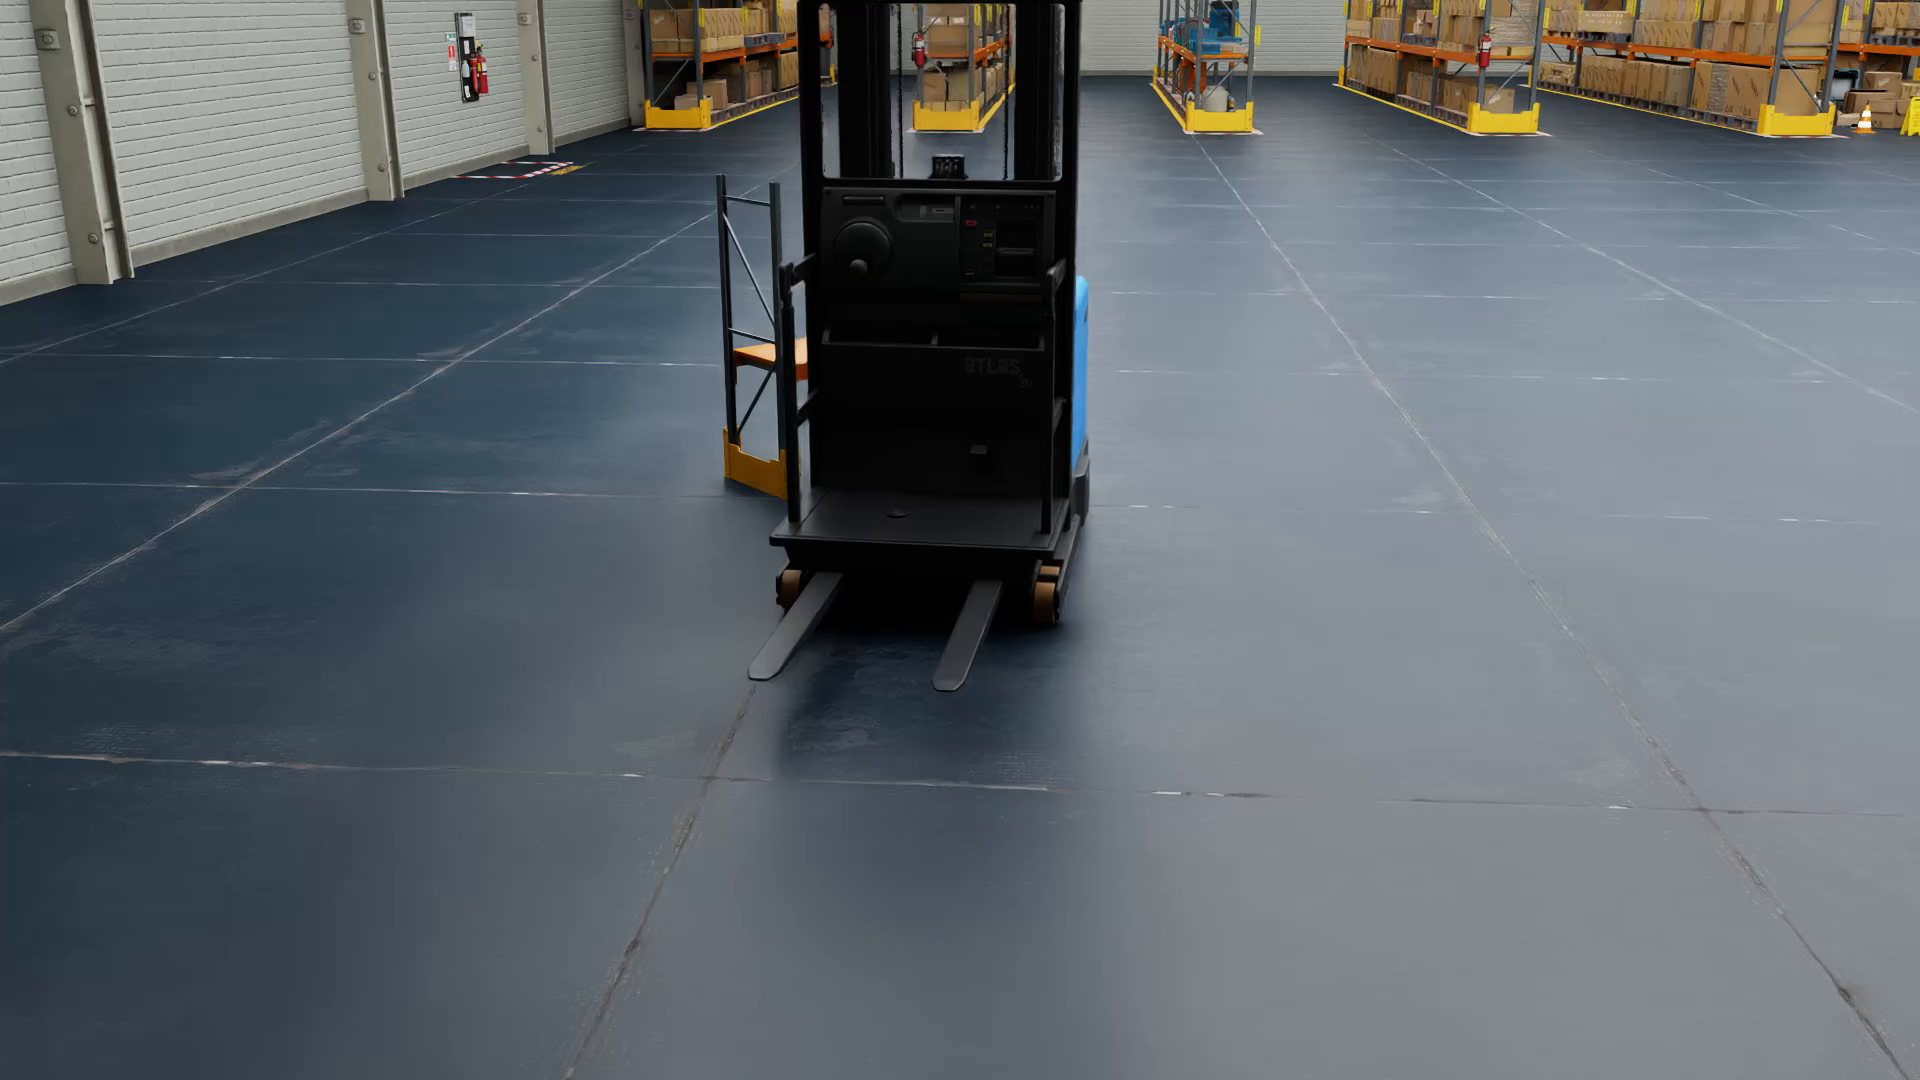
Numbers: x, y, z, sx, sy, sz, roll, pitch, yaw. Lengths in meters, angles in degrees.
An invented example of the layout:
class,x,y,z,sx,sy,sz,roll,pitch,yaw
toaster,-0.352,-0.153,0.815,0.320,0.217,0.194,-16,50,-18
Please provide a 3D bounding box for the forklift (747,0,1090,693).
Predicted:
class,x,y,z,sx,sy,sz,roll,pitch,yaw
forklift,-0.119,-1.185,6.334,1.130,2.935,3.031,3,18,8

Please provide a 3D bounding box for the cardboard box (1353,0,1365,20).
class,x,y,z,sx,sy,sz,roll,pitch,yaw
cardboard box,10.407,-13.600,42.670,0.500,0.500,0.500,1,18,2

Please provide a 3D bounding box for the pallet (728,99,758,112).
class,x,y,z,sx,sy,sz,roll,pitch,yaw
pallet,-4.850,-9.155,35.022,1.003,0.211,1.213,1,18,4

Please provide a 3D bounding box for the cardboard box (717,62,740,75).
class,x,y,z,sx,sy,sz,roll,pitch,yaw
cardboard box,-4.840,-9.981,35.171,0.500,0.250,0.500,1,18,3

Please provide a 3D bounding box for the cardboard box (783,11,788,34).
class,x,y,z,sx,sy,sz,roll,pitch,yaw
cardboard box,-4.280,-11.986,38.515,0.500,0.500,0.500,2,18,6

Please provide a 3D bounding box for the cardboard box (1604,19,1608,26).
class,x,y,z,sx,sy,sz,roll,pitch,yaw
cardboard box,14.798,-11.711,37.598,0.380,0.149,0.250,1,18,4

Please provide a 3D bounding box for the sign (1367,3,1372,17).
class,x,y,z,sx,sy,sz,roll,pitch,yaw
sign,9.938,-12.852,40.310,0.100,0.325,0.005,1,18,4

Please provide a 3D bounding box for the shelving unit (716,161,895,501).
class,x,y,z,sx,sy,sz,roll,pitch,yaw
shelving unit,-0.594,-1.074,8.291,1.083,1.500,0.587,-15,23,-38

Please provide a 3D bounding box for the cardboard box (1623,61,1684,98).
class,x,y,z,sx,sy,sz,roll,pitch,yaw
cardboard box,15.011,-9.950,35.909,1.050,0.750,0.750,1,18,3

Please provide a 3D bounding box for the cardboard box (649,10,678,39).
class,x,y,z,sx,sy,sz,roll,pitch,yaw
cardboard box,-5.369,-9.441,30.424,0.500,0.500,0.500,1,18,3

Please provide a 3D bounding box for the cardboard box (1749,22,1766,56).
class,x,y,z,sx,sy,sz,roll,pitch,yaw
cardboard box,14.570,-8.881,29.467,0.875,0.550,0.550,1,18,4

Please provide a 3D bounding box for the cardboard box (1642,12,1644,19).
class,x,y,z,sx,sy,sz,roll,pitch,yaw
cardboard box,15.409,-11.668,36.988,0.380,0.149,0.250,1,18,4

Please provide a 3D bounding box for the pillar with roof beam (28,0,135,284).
class,x,y,z,sx,sy,sz,roll,pitch,yaw
pillar with roof beam,-3.000,-6.397,12.493,9.100,9.000,0.400,1,18,4

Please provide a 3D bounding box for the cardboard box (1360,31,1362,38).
class,x,y,z,sx,sy,sz,roll,pitch,yaw
cardboard box,10.260,-12.693,41.746,0.380,0.149,0.250,2,18,5

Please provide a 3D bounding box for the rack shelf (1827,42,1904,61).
class,x,y,z,sx,sy,sz,roll,pitch,yaw
rack shelf,20.232,-11.207,37.962,1.077,0.370,4.000,1,18,4

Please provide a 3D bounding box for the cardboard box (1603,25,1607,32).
class,x,y,z,sx,sy,sz,roll,pitch,yaw
cardboard box,14.798,-11.568,37.638,0.380,0.149,0.250,0,18,1

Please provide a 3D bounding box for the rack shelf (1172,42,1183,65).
class,x,y,z,sx,sy,sz,roll,pitch,yaw
rack shelf,5.121,-10.296,35.183,1.077,0.370,4.000,1,18,4

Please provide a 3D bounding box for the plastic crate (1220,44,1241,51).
class,x,y,z,sx,sy,sz,roll,pitch,yaw
plastic crate,5.114,-9.381,31.660,0.530,0.136,0.437,1,18,4

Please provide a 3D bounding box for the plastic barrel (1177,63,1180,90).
class,x,y,z,sx,sy,sz,roll,pitch,yaw
plastic barrel,5.363,-10.816,38.812,0.600,0.588,0.708,1,18,4

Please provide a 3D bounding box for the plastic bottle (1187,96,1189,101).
class,x,y,z,sx,sy,sz,roll,pitch,yaw
plastic bottle,4.441,-8.390,31.879,0.152,0.276,0.135,1,18,2

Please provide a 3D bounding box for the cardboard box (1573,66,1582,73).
class,x,y,z,sx,sy,sz,roll,pitch,yaw
cardboard box,15.197,-11.493,40.628,0.380,0.149,0.250,2,18,5

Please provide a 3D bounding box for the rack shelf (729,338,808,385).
class,x,y,z,sx,sy,sz,roll,pitch,yaw
rack shelf,-0.601,-0.901,8.342,1.000,0.185,0.538,-15,23,-38

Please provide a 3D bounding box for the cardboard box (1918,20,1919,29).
class,x,y,z,sx,sy,sz,roll,pitch,yaw
cardboard box,19.684,-10.536,33.448,0.500,0.500,0.500,2,18,6

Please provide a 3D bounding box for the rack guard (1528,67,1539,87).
class,x,y,z,sx,sy,sz,roll,pitch,yaw
rack guard,15.712,-12.280,44.095,1.175,0.500,0.348,1,18,4

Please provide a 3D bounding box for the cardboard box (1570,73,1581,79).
class,x,y,z,sx,sy,sz,roll,pitch,yaw
cardboard box,15.137,-11.340,40.639,0.380,0.149,0.250,2,18,5

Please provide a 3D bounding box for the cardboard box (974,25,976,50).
class,x,y,z,sx,sy,sz,roll,pitch,yaw
cardboard box,-0.060,-9.718,32.104,0.700,0.500,0.500,2,18,5

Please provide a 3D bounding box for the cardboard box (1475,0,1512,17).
class,x,y,z,sx,sy,sz,roll,pitch,yaw
cardboard box,9.424,-9.504,29.367,0.500,0.500,0.500,1,18,4

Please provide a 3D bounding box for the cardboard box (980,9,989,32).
class,x,y,z,sx,sy,sz,roll,pitch,yaw
cardboard box,0.257,-11.816,37.831,0.700,0.500,0.500,-5,19,-15

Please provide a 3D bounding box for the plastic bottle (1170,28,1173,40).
class,x,y,z,sx,sy,sz,roll,pitch,yaw
plastic bottle,5.055,-11.948,39.267,0.152,0.276,0.135,1,18,4

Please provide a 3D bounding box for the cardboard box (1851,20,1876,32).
class,x,y,z,sx,sy,sz,roll,pitch,yaw
cardboard box,19.870,-11.250,36.376,0.500,0.250,0.500,1,18,4

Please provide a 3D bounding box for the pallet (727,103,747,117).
class,x,y,z,sx,sy,sz,roll,pitch,yaw
pallet,-4.917,-8.703,33.645,1.003,0.211,1.213,1,18,4

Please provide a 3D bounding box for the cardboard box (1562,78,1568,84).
class,x,y,z,sx,sy,sz,roll,pitch,yaw
cardboard box,15.176,-11.385,41.256,0.380,0.149,0.250,1,18,2

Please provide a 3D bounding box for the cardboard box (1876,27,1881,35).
class,x,y,z,sx,sy,sz,roll,pitch,yaw
cardboard box,19.880,-10.911,35.632,0.380,0.149,0.250,0,18,1

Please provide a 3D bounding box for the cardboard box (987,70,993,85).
class,x,y,z,sx,sy,sz,roll,pitch,yaw
cardboard box,0.462,-10.044,36.098,0.500,0.311,0.500,1,18,4

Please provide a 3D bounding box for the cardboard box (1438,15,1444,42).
class,x,y,z,sx,sy,sz,roll,pitch,yaw
cardboard box,9.824,-9.957,32.354,0.875,0.500,0.500,1,18,4

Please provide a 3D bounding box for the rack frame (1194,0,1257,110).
class,x,y,z,sx,sy,sz,roll,pitch,yaw
rack frame,4.691,-8.774,29.384,1.000,3.000,0.127,1,18,4

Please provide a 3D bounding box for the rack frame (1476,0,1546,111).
class,x,y,z,sx,sy,sz,roll,pitch,yaw
rack frame,9.631,-8.664,29.046,1.000,3.000,0.127,1,18,4

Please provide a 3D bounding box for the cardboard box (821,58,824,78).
class,x,y,z,sx,sy,sz,roll,pitch,yaw
cardboard box,-4.030,-12.601,44.404,0.700,0.500,0.500,1,18,4

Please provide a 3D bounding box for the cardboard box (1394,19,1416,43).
class,x,y,z,sx,sy,sz,roll,pitch,yaw
cardboard box,9.993,-11.355,37.098,0.500,0.500,0.500,2,18,6

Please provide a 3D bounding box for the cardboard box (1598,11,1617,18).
class,x,y,z,sx,sy,sz,roll,pitch,yaw
cardboard box,14.837,-12.014,38.044,0.380,0.149,0.250,2,18,6

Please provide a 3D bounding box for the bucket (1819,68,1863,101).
class,x,y,z,sx,sy,sz,roll,pitch,yaw
bucket,17.148,-8.837,32.391,0.726,0.611,0.620,8,10,23

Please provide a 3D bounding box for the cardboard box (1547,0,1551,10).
class,x,y,z,sx,sy,sz,roll,pitch,yaw
cardboard box,15.391,-13.865,42.674,0.500,0.500,0.500,2,18,6

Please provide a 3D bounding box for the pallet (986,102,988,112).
class,x,y,z,sx,sy,sz,roll,pitch,yaw
pallet,0.051,-9.033,34.651,1.003,0.211,1.213,1,18,4

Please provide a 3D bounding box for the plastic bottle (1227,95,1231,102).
class,x,y,z,sx,sy,sz,roll,pitch,yaw
plastic bottle,5.163,-8.381,31.857,0.097,0.271,0.097,0,18,0

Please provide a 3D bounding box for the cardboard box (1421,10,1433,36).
class,x,y,z,sx,sy,sz,roll,pitch,yaw
cardboard box,9.950,-10.695,34.406,0.797,0.503,0.637,3,18,10

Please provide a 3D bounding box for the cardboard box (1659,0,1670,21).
class,x,y,z,sx,sy,sz,roll,pitch,yaw
cardboard box,15.033,-11.073,34.634,0.700,0.500,0.500,1,18,3

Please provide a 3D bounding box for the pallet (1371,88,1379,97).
class,x,y,z,sx,sy,sz,roll,pitch,yaw
pallet,10.511,-10.824,40.118,1.003,0.211,1.213,1,18,4

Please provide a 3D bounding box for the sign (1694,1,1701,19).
class,x,y,z,sx,sy,sz,roll,pitch,yaw
sign,14.316,-10.286,32.264,0.100,0.325,0.005,1,18,4

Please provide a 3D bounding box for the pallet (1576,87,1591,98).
class,x,y,z,sx,sy,sz,roll,pitch,yaw
pallet,15.377,-10.682,39.683,1.003,0.211,1.213,1,18,4

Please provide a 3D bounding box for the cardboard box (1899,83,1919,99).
class,x,y,z,sx,sy,sz,roll,pitch,yaw
cardboard box,19.934,-9.238,34.345,0.950,0.372,0.625,2,18,6

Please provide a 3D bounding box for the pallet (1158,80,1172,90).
class,x,y,z,sx,sy,sz,roll,pitch,yaw
pallet,5.650,-11.785,43.051,1.003,0.211,1.213,1,18,4
